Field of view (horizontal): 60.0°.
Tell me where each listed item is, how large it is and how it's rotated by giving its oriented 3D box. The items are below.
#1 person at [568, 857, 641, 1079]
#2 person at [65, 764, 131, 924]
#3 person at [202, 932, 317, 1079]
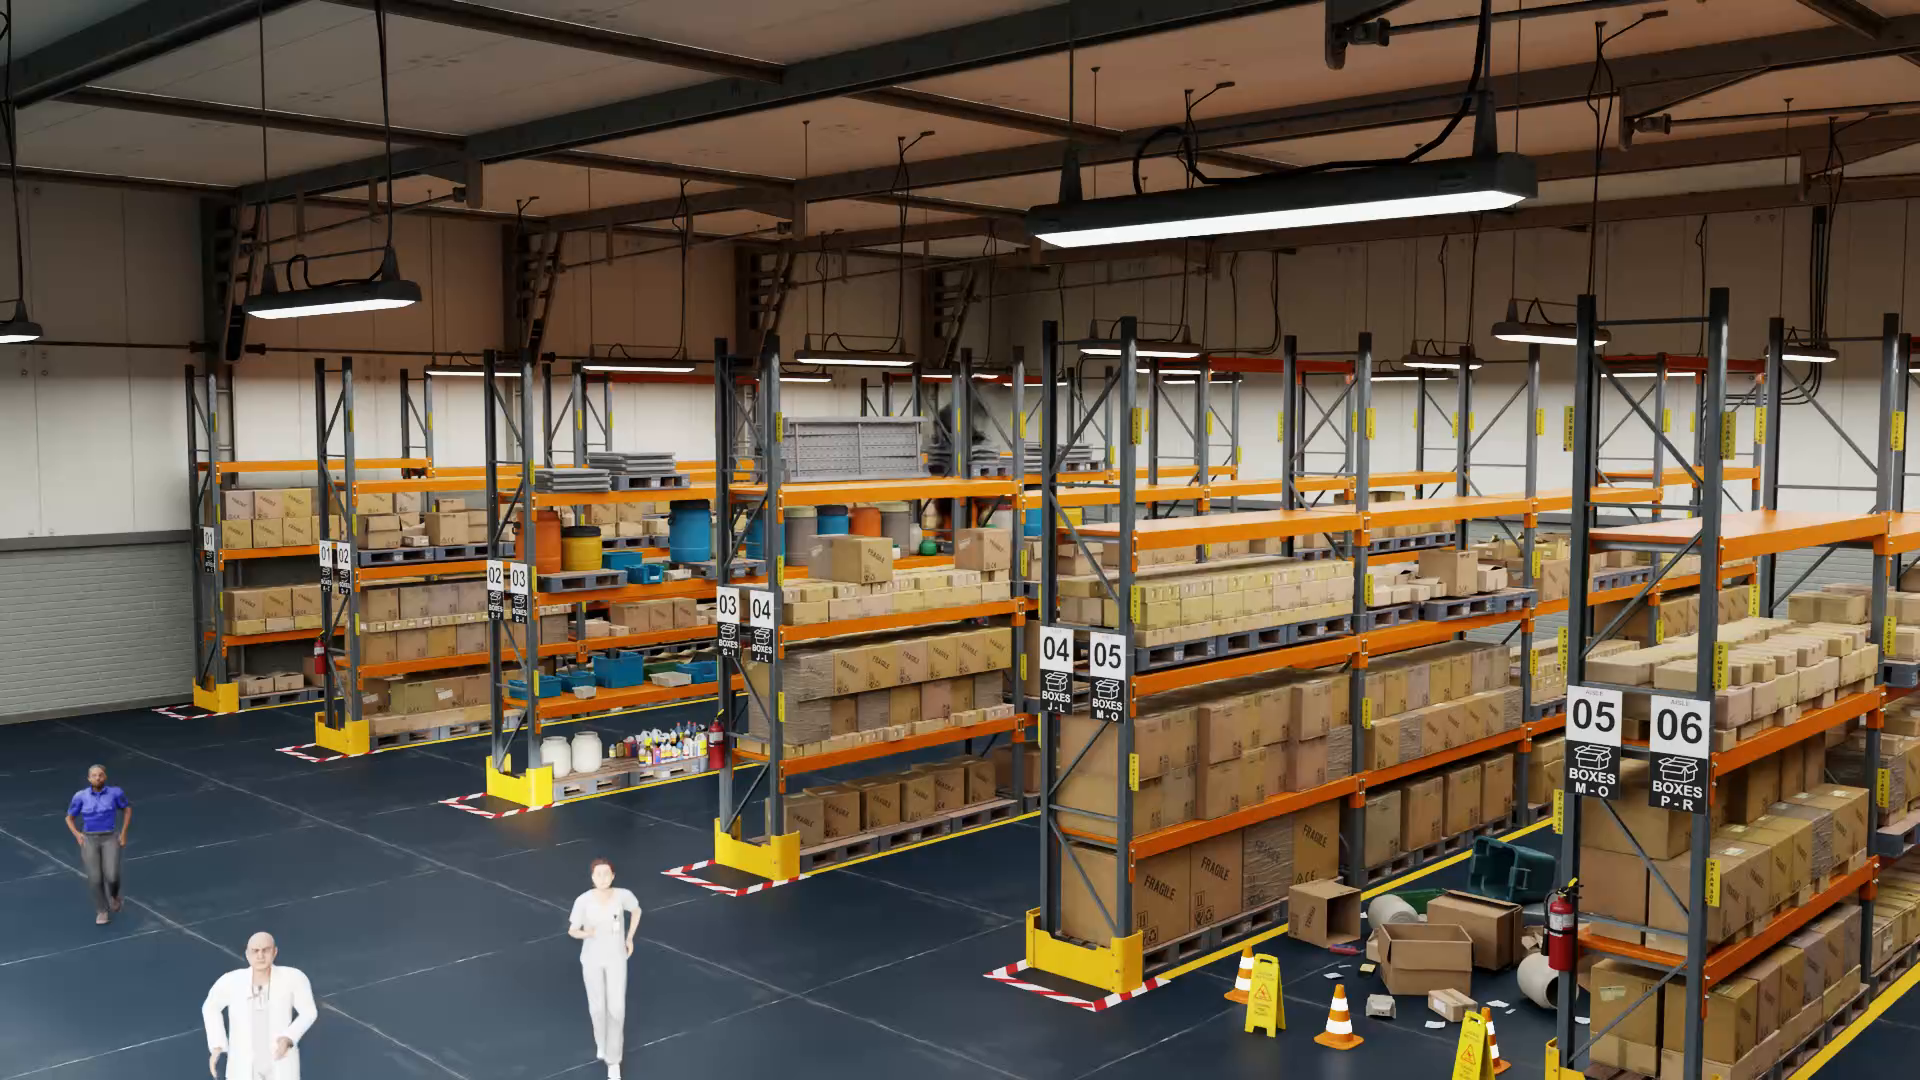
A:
[{"bbox_3d":[-2.773,3.332,13.003,0.547,1.723,0.716,-1,4,-9],"label":"person"},{"bbox_3d":[-8.717,3.067,16.841,0.593,1.617,0.554,-2,5,-26],"label":"person"},{"bbox_3d":[-4.604,3.561,10.972,0.704,1.527,0.628,-2,5,-23],"label":"person"}]
